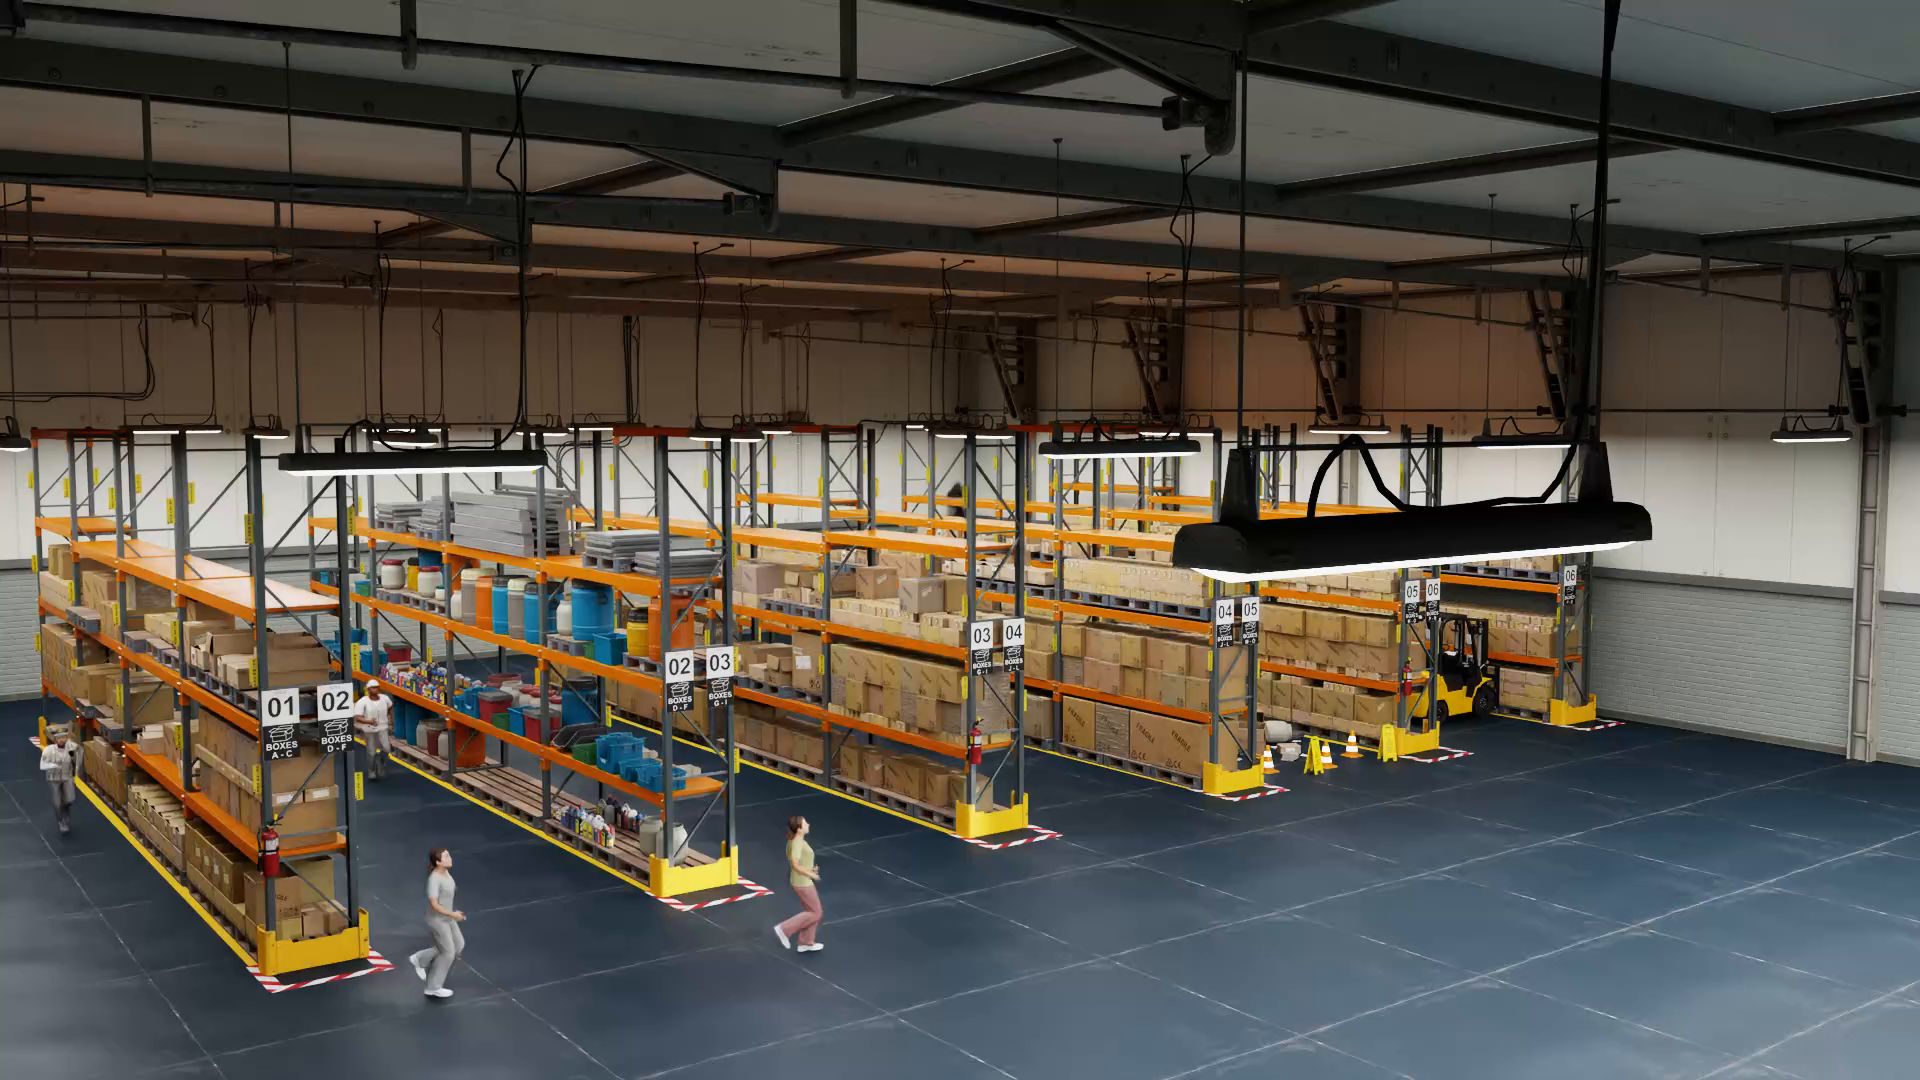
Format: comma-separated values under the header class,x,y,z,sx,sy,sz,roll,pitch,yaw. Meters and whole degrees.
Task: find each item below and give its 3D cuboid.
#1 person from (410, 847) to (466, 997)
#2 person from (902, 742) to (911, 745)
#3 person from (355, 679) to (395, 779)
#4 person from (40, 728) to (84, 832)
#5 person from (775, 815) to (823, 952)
class,x,y,z,sx,sy,sz,roll,pitch,yaw
person,-5.640,4.113,17.984,0.634,1.633,0.593,0,4,-4
person,-0.983,3.037,31.447,0.570,1.649,0.608,4,6,39
person,-9.920,3.230,28.306,0.706,1.718,0.636,-3,6,-36
person,-13.329,3.572,24.724,0.602,1.613,0.729,-3,5,-32
person,-1.885,3.998,19.355,0.585,1.617,0.579,-1,5,-15
